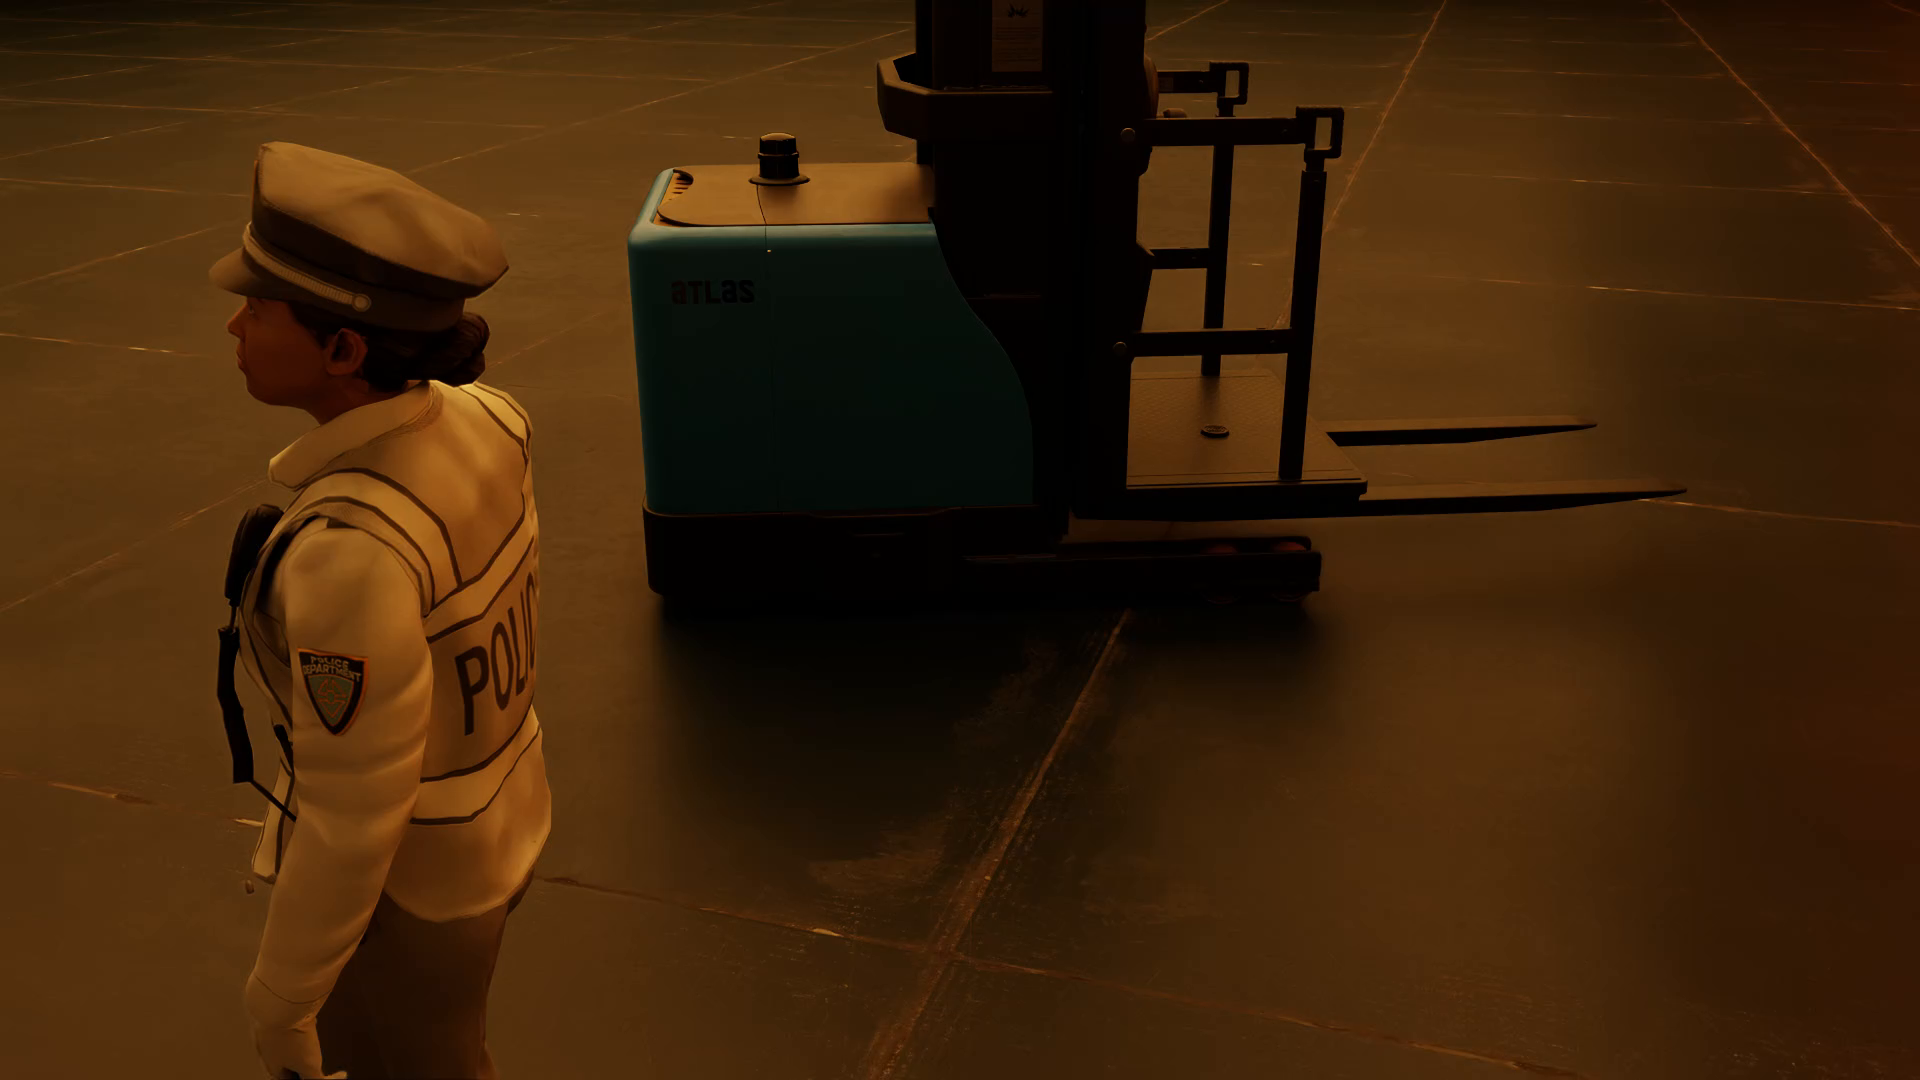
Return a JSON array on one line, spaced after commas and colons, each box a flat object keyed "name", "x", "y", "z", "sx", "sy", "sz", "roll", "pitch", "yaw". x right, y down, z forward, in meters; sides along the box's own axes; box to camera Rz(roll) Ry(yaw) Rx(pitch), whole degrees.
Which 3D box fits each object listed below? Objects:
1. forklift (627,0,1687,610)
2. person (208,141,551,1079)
[{"name": "forklift", "x": 0.606, "y": -1.374, "z": 4.608, "sx": 3.031, "sy": 2.935, "sz": 1.130, "roll": -2, "pitch": 23, "yaw": -4}, {"name": "person", "x": -0.713, "y": 0.385, "z": 1.949, "sx": 0.531, "sy": 1.694, "sz": 0.585, "roll": 1, "pitch": 22, "yaw": 2}]
